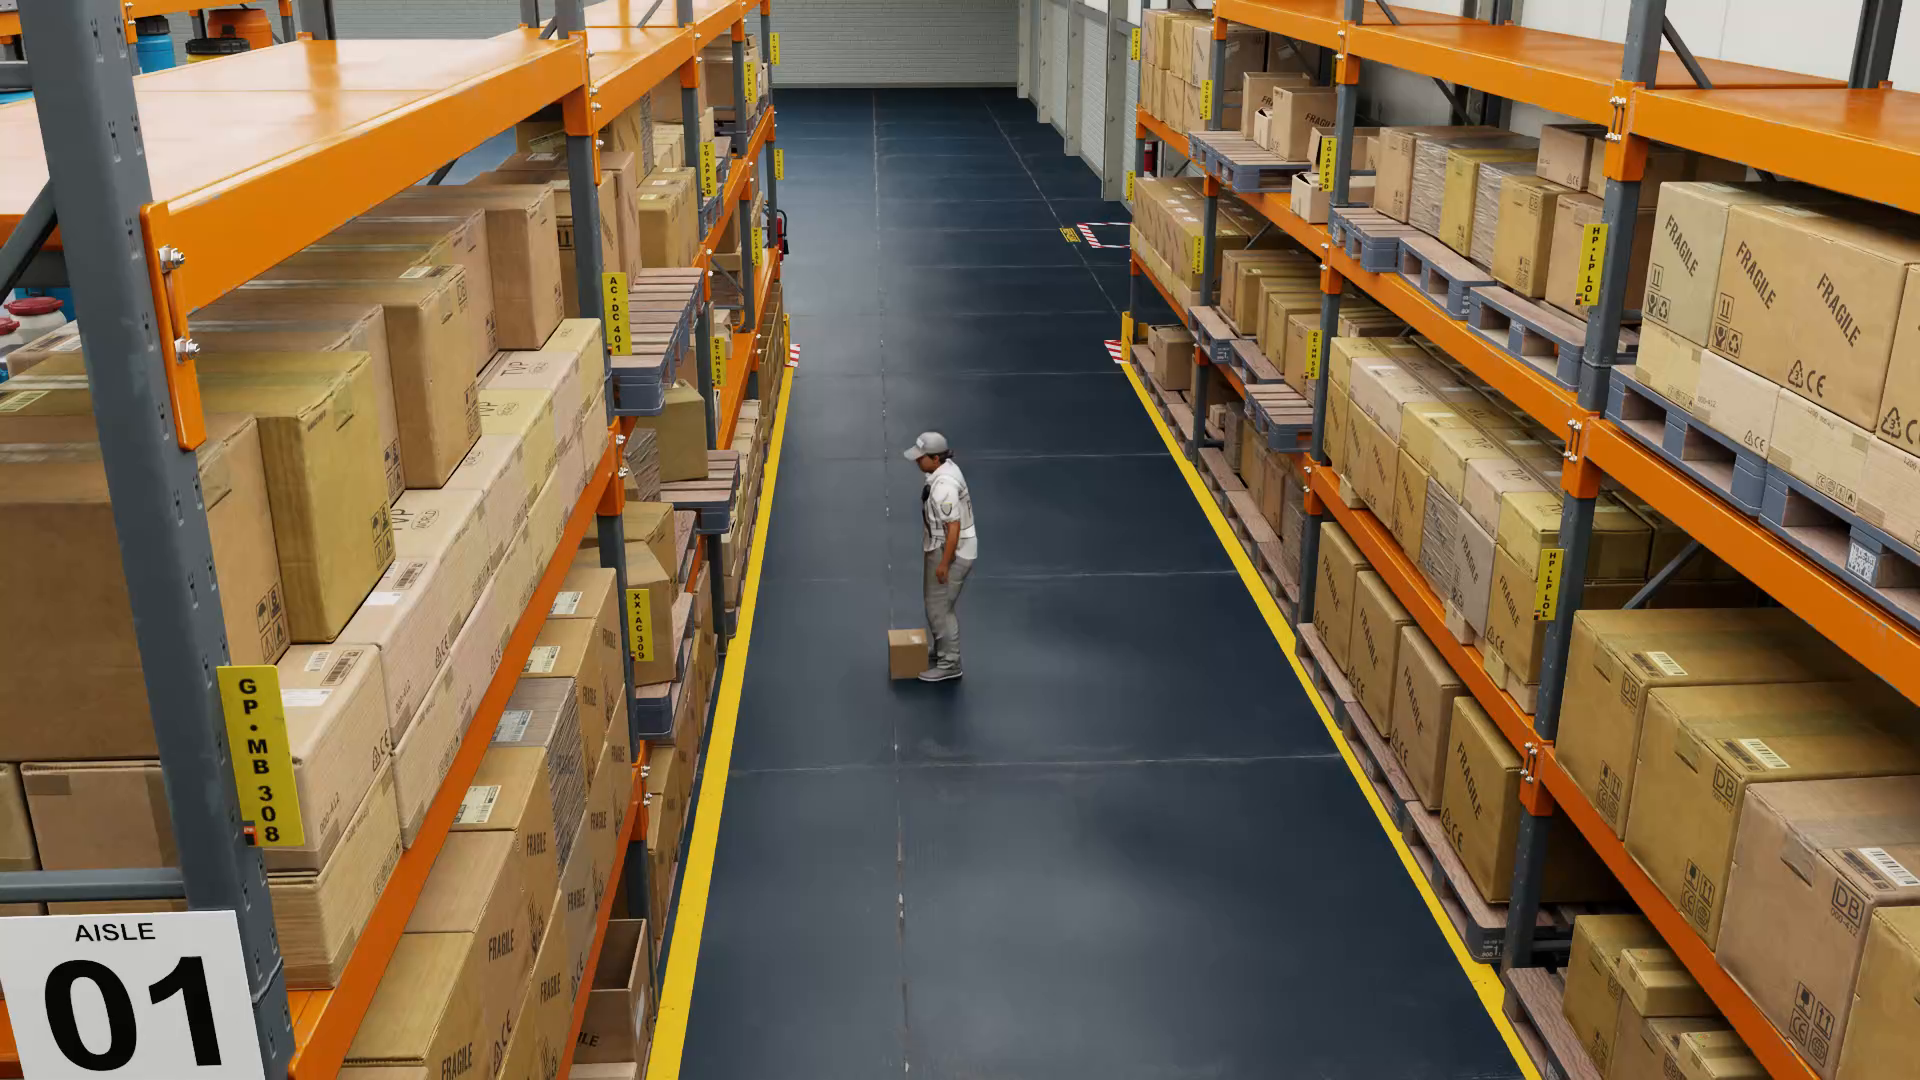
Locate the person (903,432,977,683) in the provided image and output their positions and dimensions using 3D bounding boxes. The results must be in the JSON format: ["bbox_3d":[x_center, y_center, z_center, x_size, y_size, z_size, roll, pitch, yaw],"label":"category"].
[{"bbox_3d":[-0.129,0.086,10.841,0.469,1.665,0.546,-2,21,-5],"label":"person"}]
